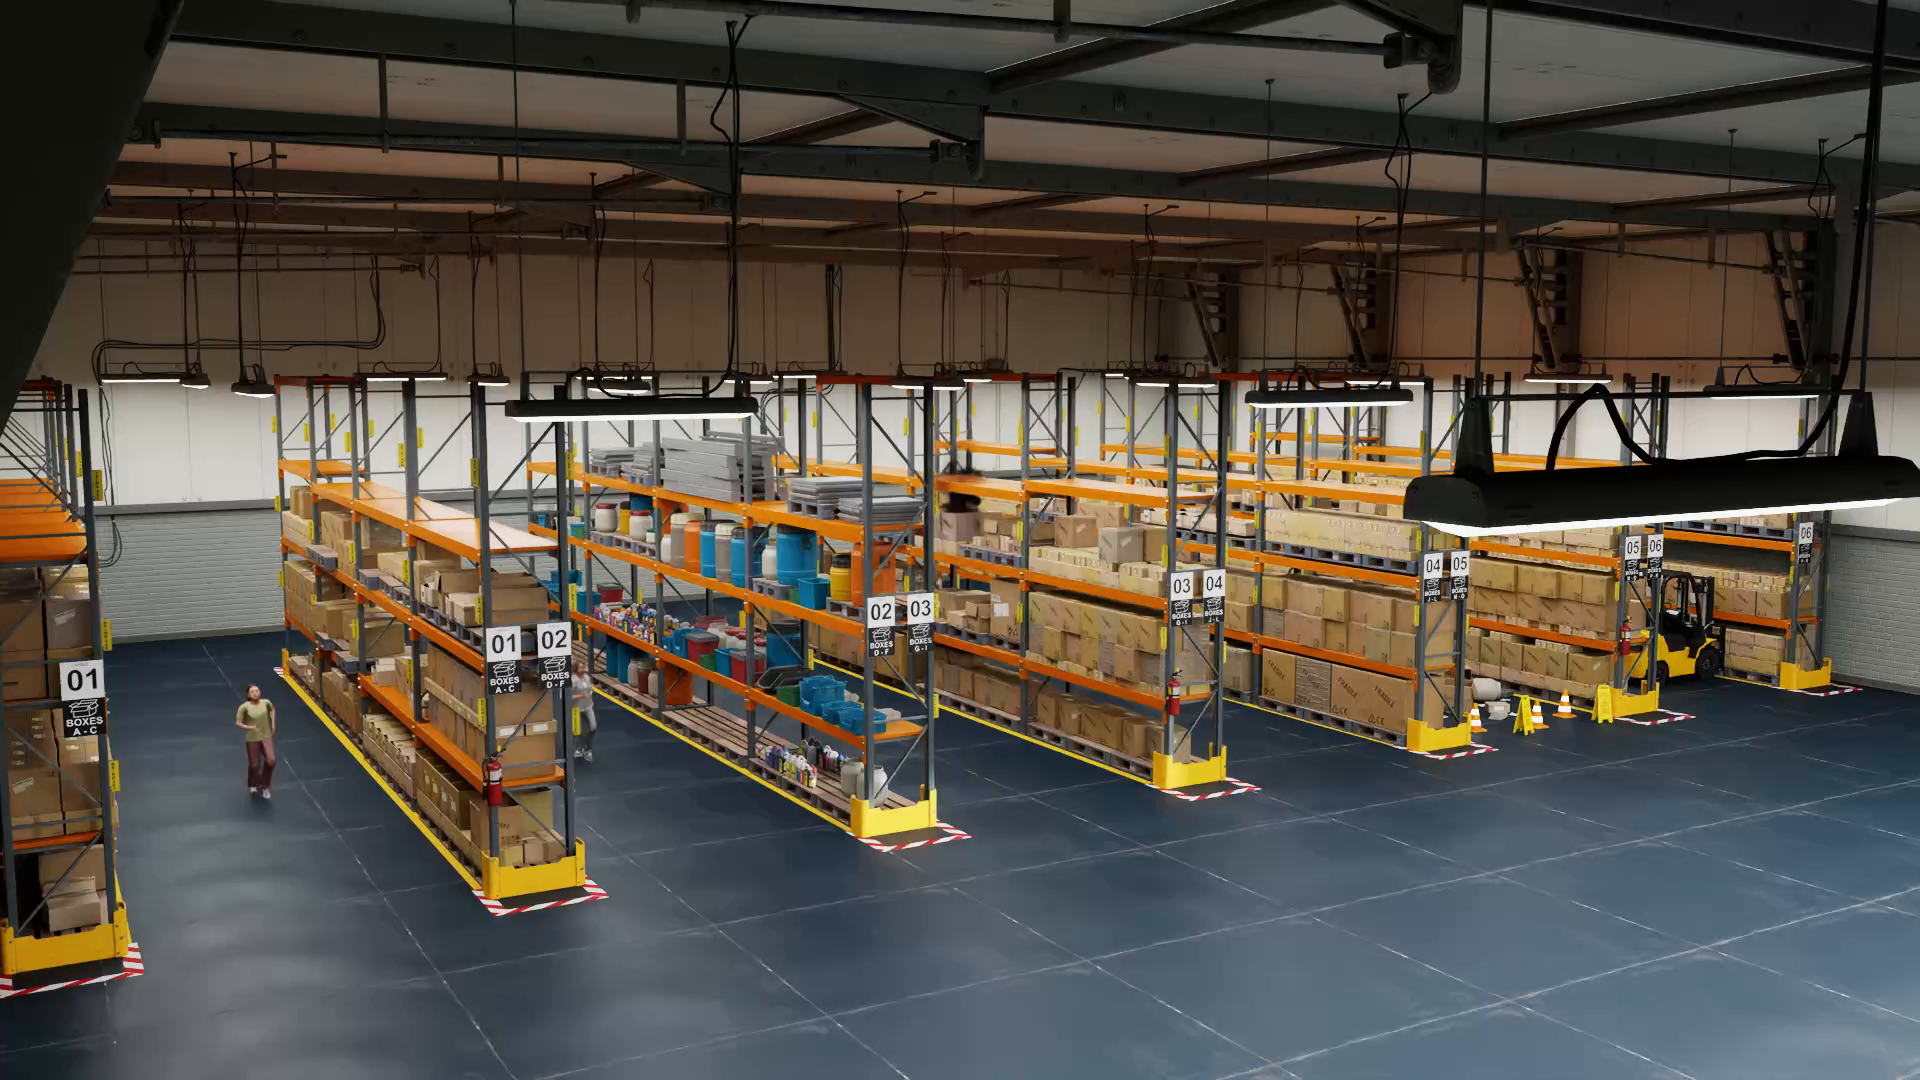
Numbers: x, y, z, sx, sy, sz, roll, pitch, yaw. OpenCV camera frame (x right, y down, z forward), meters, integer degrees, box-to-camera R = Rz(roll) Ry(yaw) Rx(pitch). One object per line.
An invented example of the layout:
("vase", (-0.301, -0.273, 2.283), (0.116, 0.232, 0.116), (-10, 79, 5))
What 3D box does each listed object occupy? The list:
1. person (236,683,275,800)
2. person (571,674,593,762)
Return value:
("person", (-10.130, 2.896, 23.983), (0.580, 1.684, 0.672), (-4, 8, -35))
("person", (-5.976, 2.790, 26.176), (0.518, 1.388, 0.454), (-5, 8, -38))
